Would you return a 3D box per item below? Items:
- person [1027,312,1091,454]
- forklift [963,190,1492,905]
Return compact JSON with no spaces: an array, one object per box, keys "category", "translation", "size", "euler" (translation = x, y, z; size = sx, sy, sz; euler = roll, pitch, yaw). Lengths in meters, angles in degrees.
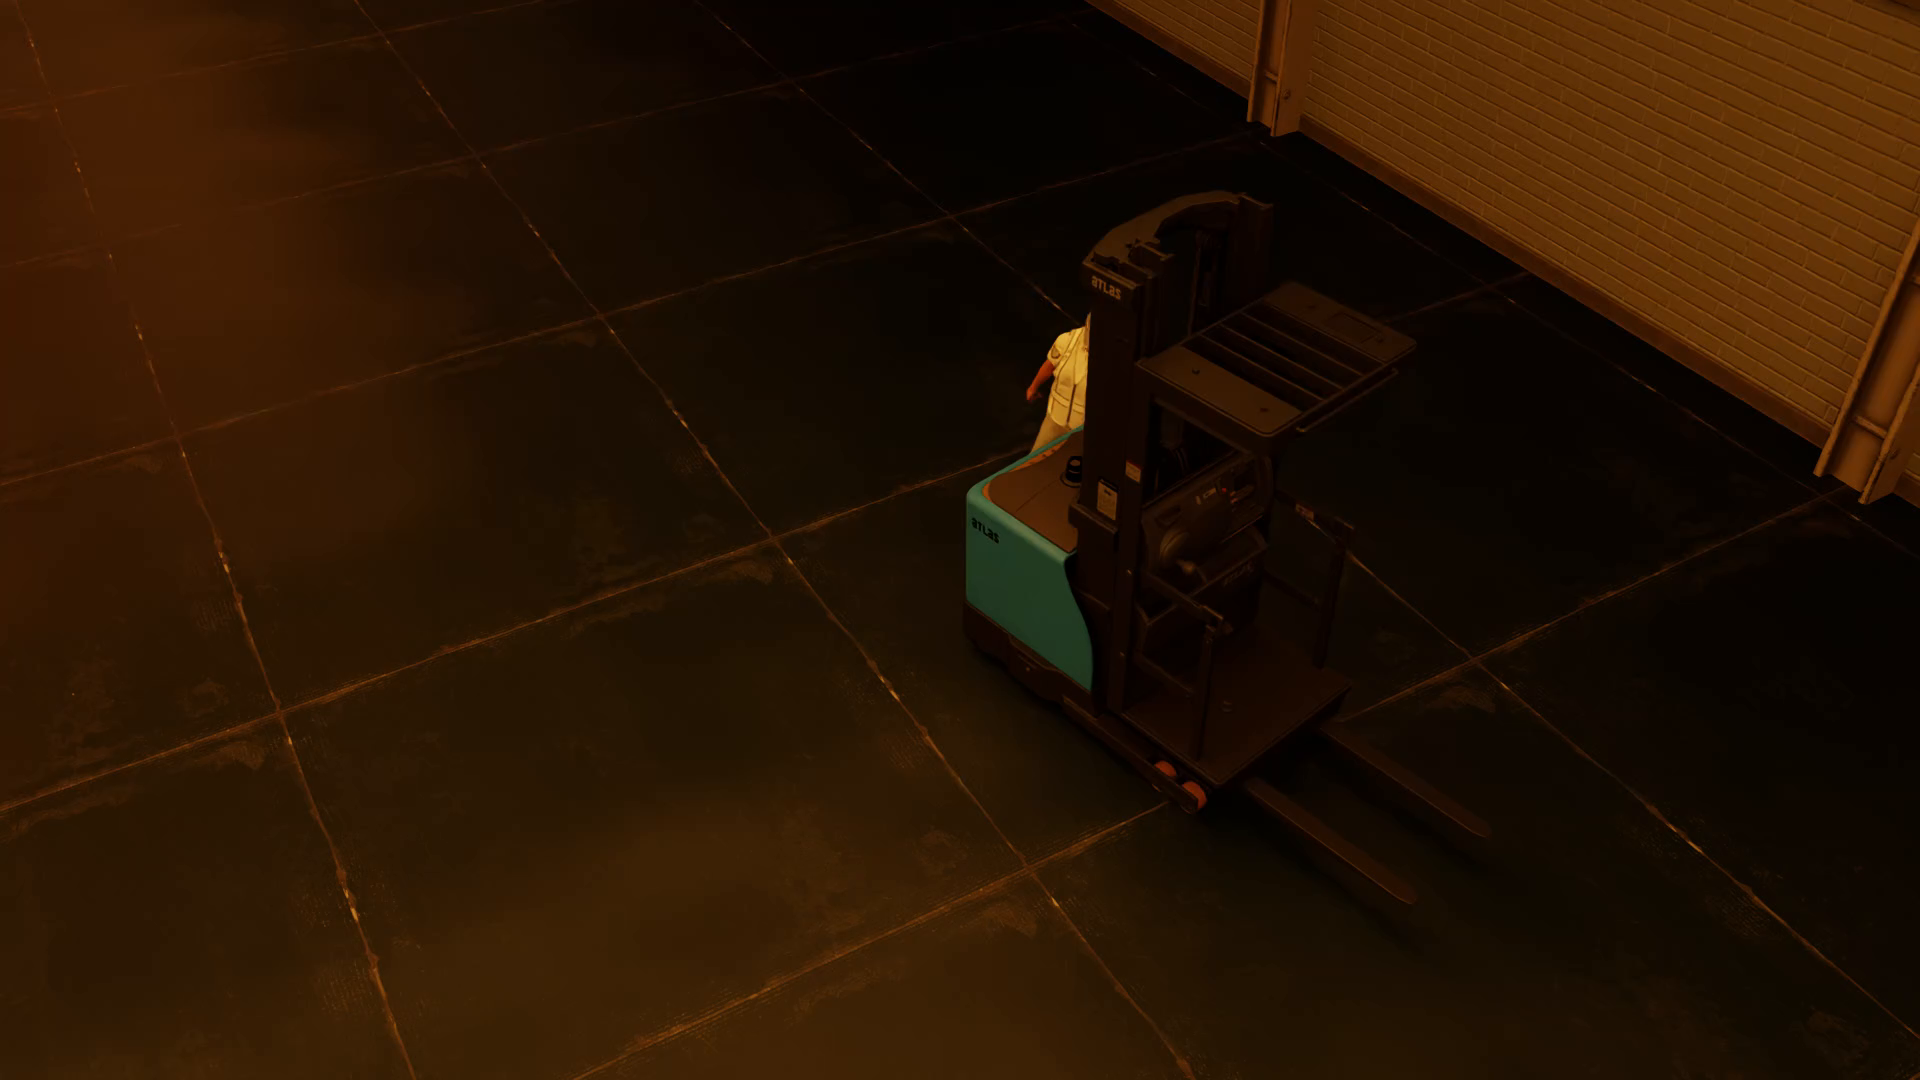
[{"category":"person","translation":[0.735,-0.749,10.011],"size":[0.834,1.587,0.484],"euler":[22,45,25]},{"category":"forklift","translation":[1.377,-0.083,8.137],"size":[1.130,2.935,3.031],"euler":[-30,48,-31]}]
